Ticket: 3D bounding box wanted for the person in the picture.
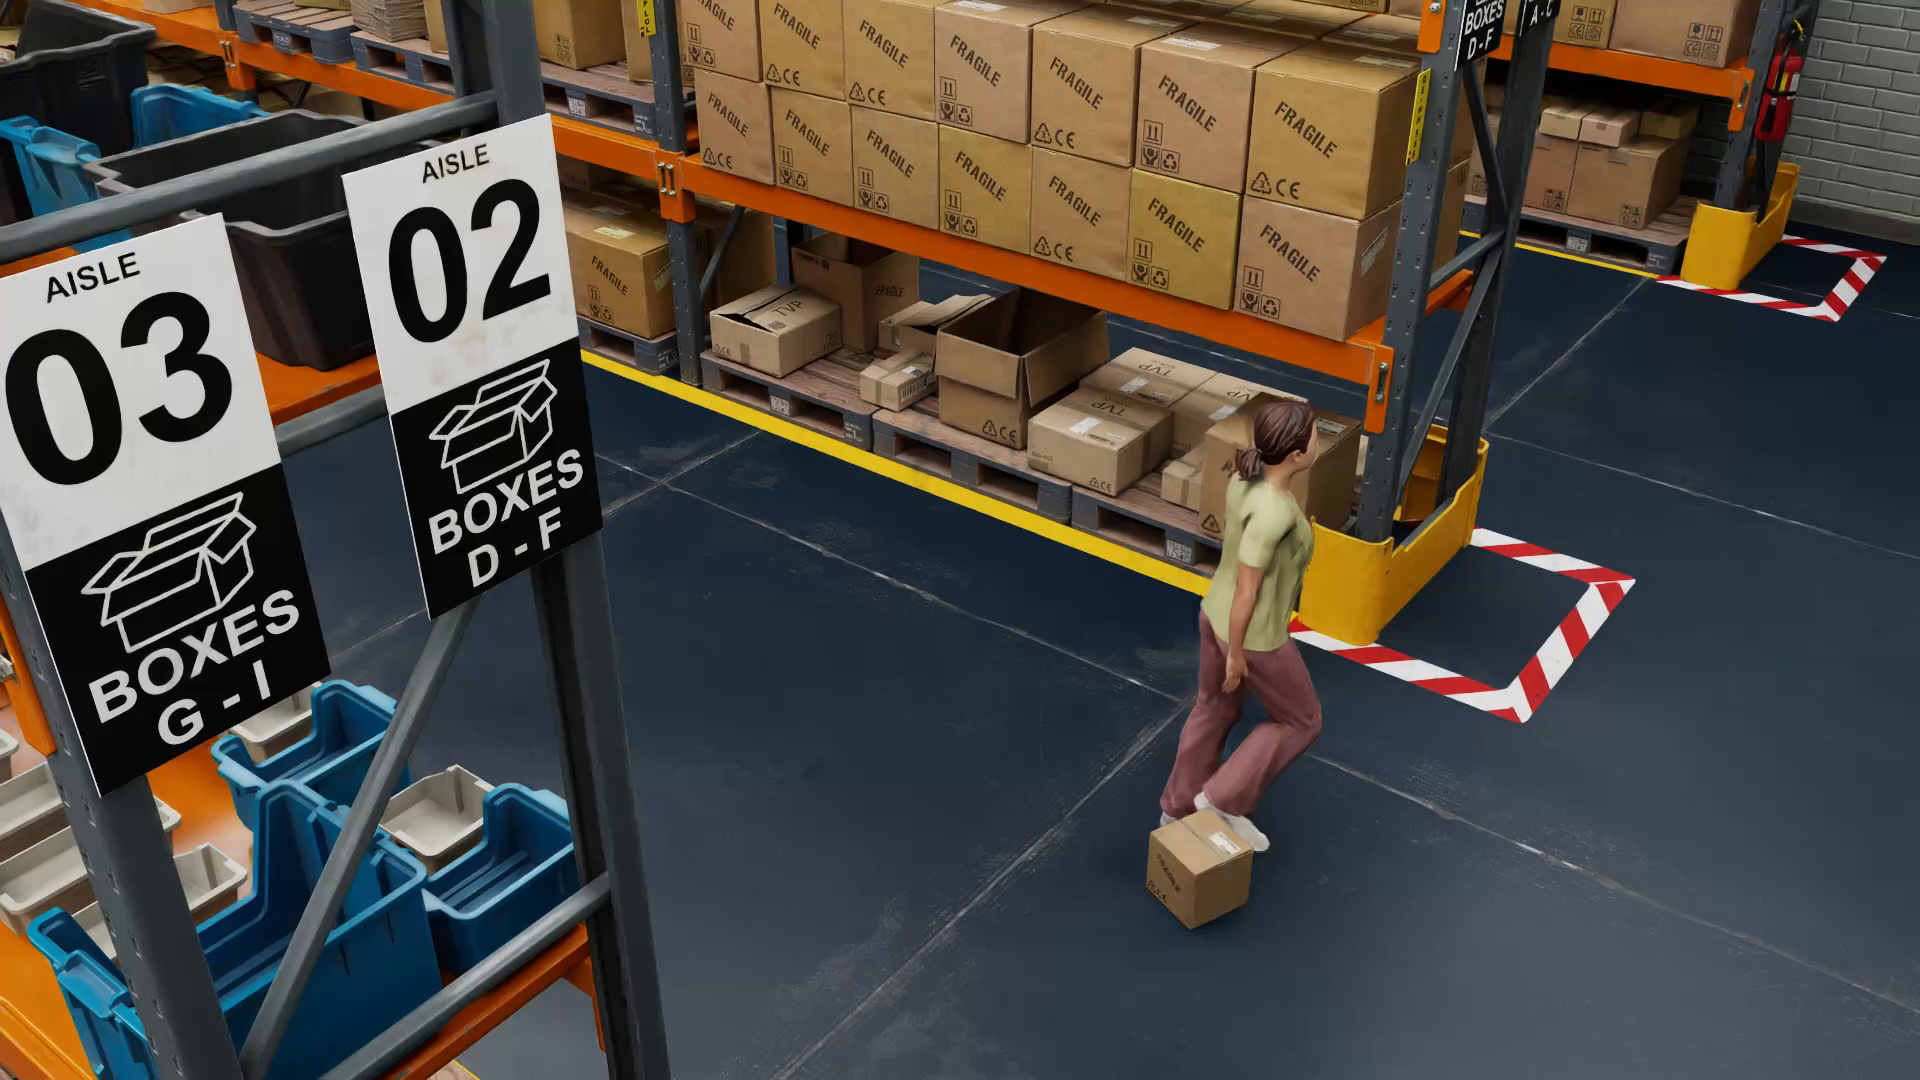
[{"bbox_3d":[0.962,0.297,5.611,0.500,1.651,0.482,-5,31,-8],"label":"person"}]
